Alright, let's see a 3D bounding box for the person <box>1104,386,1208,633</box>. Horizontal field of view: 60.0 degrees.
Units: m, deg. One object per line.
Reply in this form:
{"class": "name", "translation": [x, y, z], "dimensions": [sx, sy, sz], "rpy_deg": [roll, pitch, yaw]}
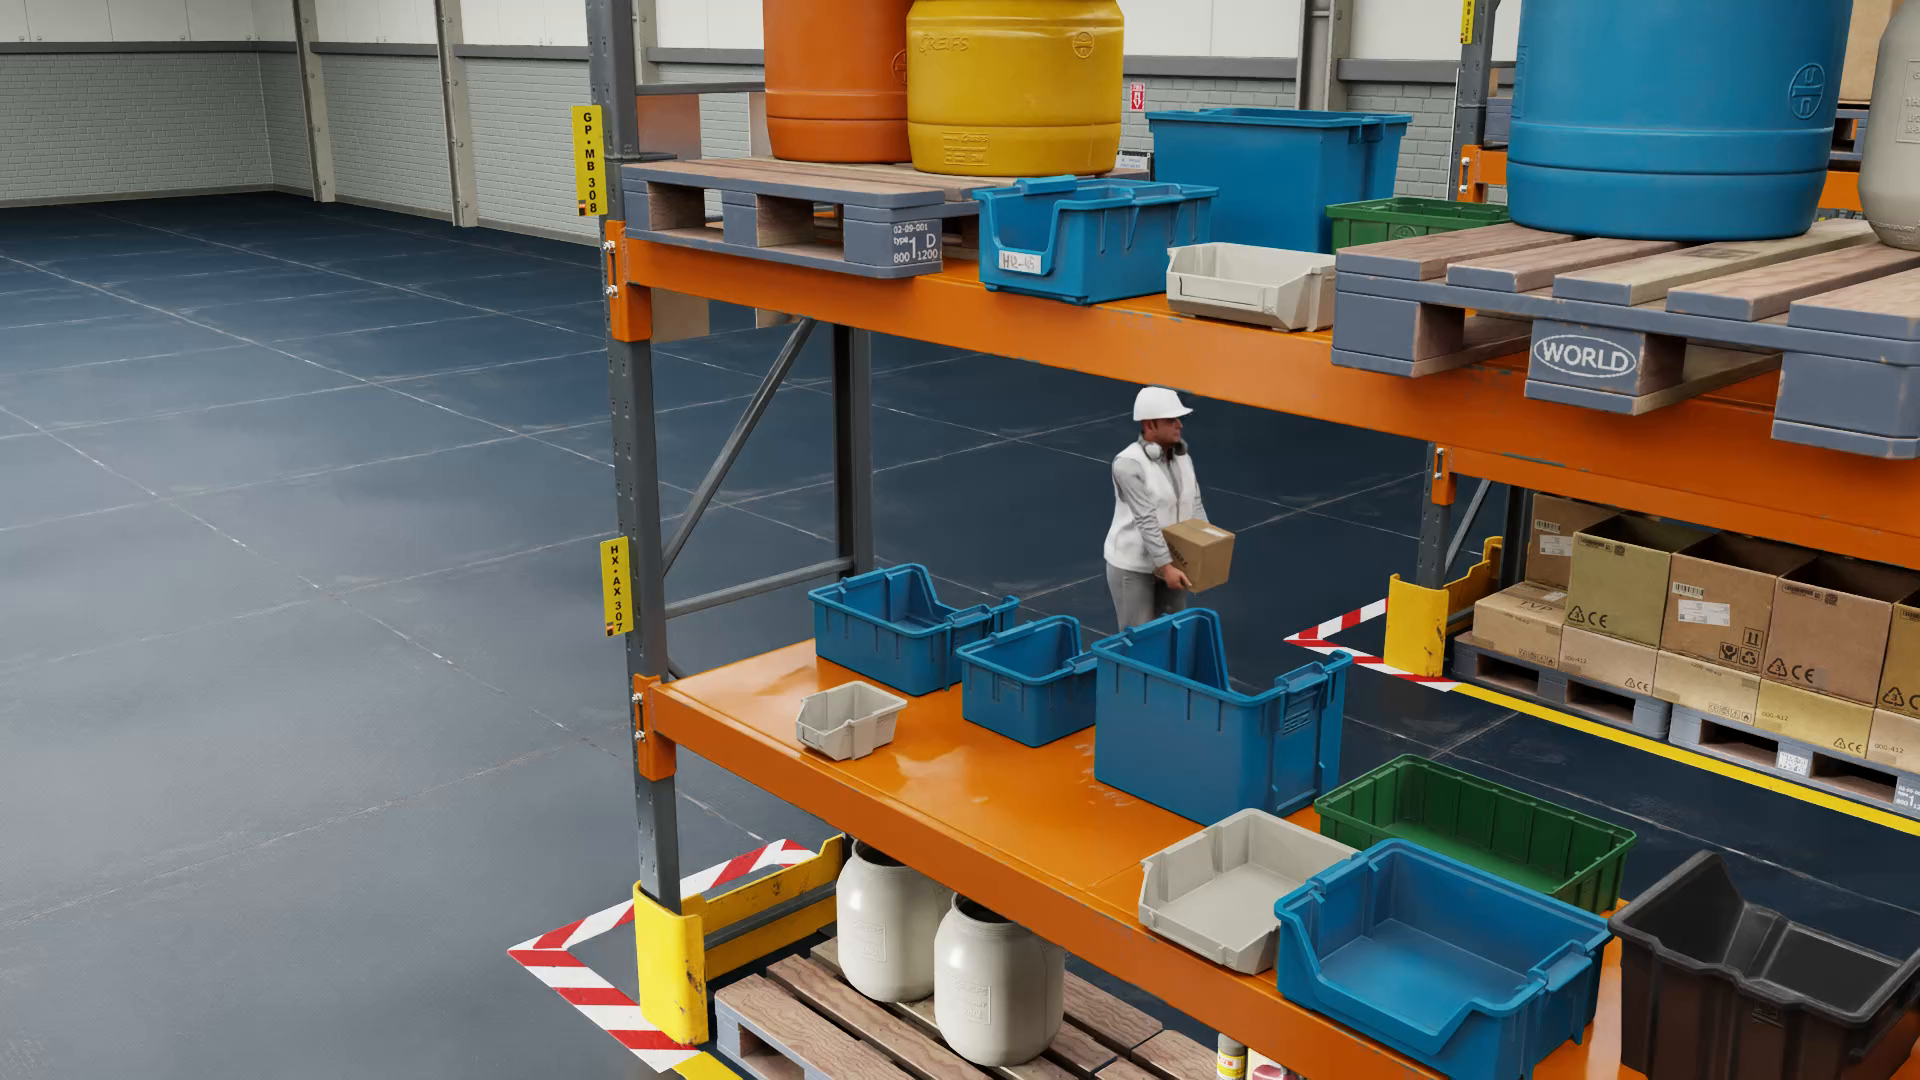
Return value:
{"class": "person", "translation": [0.999, 0.129, 8.095], "dimensions": [0.495, 1.772, 0.554], "rpy_deg": [-16, 23, -42]}
